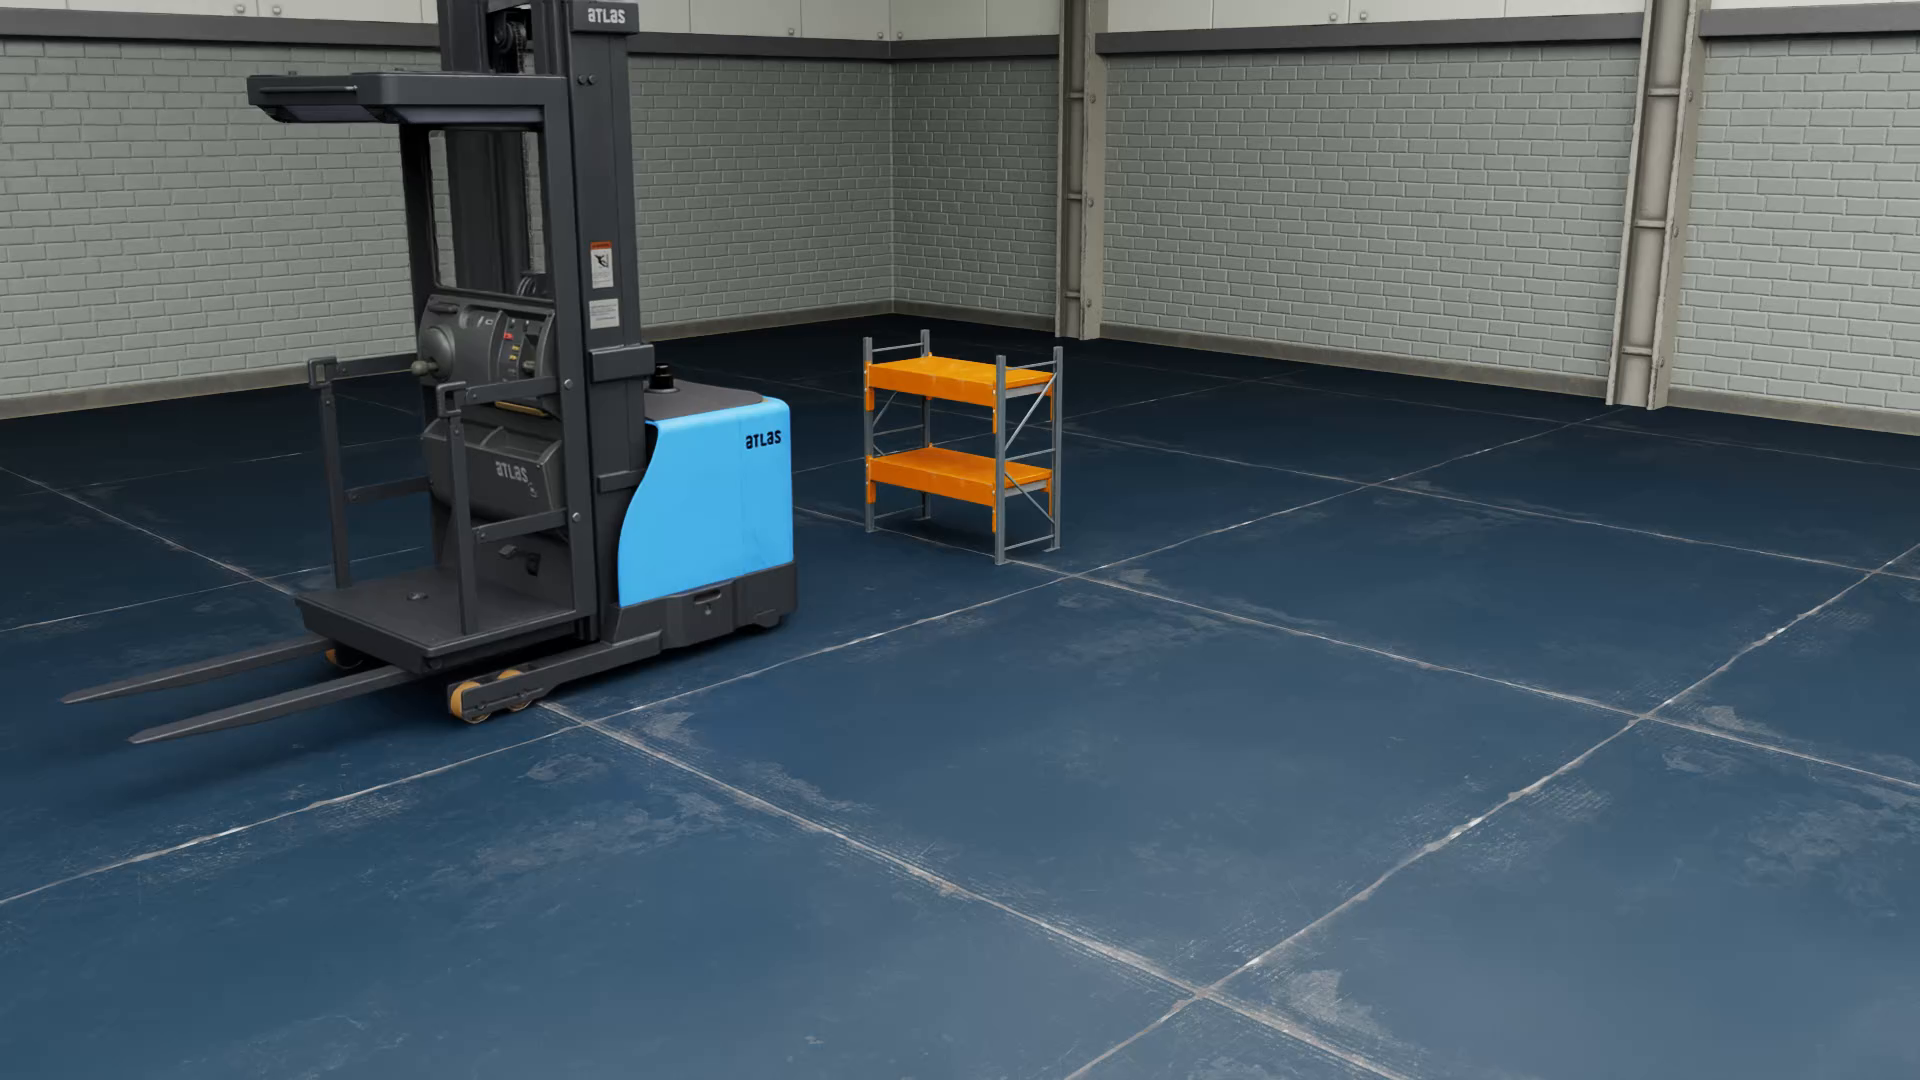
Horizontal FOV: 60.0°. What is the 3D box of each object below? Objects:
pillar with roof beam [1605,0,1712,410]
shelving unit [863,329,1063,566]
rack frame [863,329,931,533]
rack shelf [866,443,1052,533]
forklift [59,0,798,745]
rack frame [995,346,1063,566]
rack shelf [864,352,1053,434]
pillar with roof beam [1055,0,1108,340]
[{"bbox_3d":[2.591,-4.689,9.581,0.400,9.000,9.100,14,20,42],"label":"pillar with roof beam"},{"bbox_3d":[0.005,-0.543,9.286,1.048,1.125,0.538,14,20,42],"label":"shelving unit"},{"bbox_3d":[-0.361,-0.632,9.627,0.032,1.125,0.500,14,20,42],"label":"rack frame"},{"bbox_3d":[0.005,-0.307,9.347,1.000,0.278,0.538,14,20,42],"label":"rack shelf"},{"bbox_3d":[-2.128,-0.831,6.808,1.130,2.935,3.031,13,19,40],"label":"forklift"},{"bbox_3d":[0.371,-0.454,8.944,0.032,1.125,0.500,14,20,42],"label":"rack frame"},{"bbox_3d":[0.005,-0.826,9.212,1.000,0.278,0.538,14,20,42],"label":"rack shelf"},{"bbox_3d":[-1.728,-5.739,13.611,0.400,9.000,9.100,14,20,42],"label":"pillar with roof beam"}]
